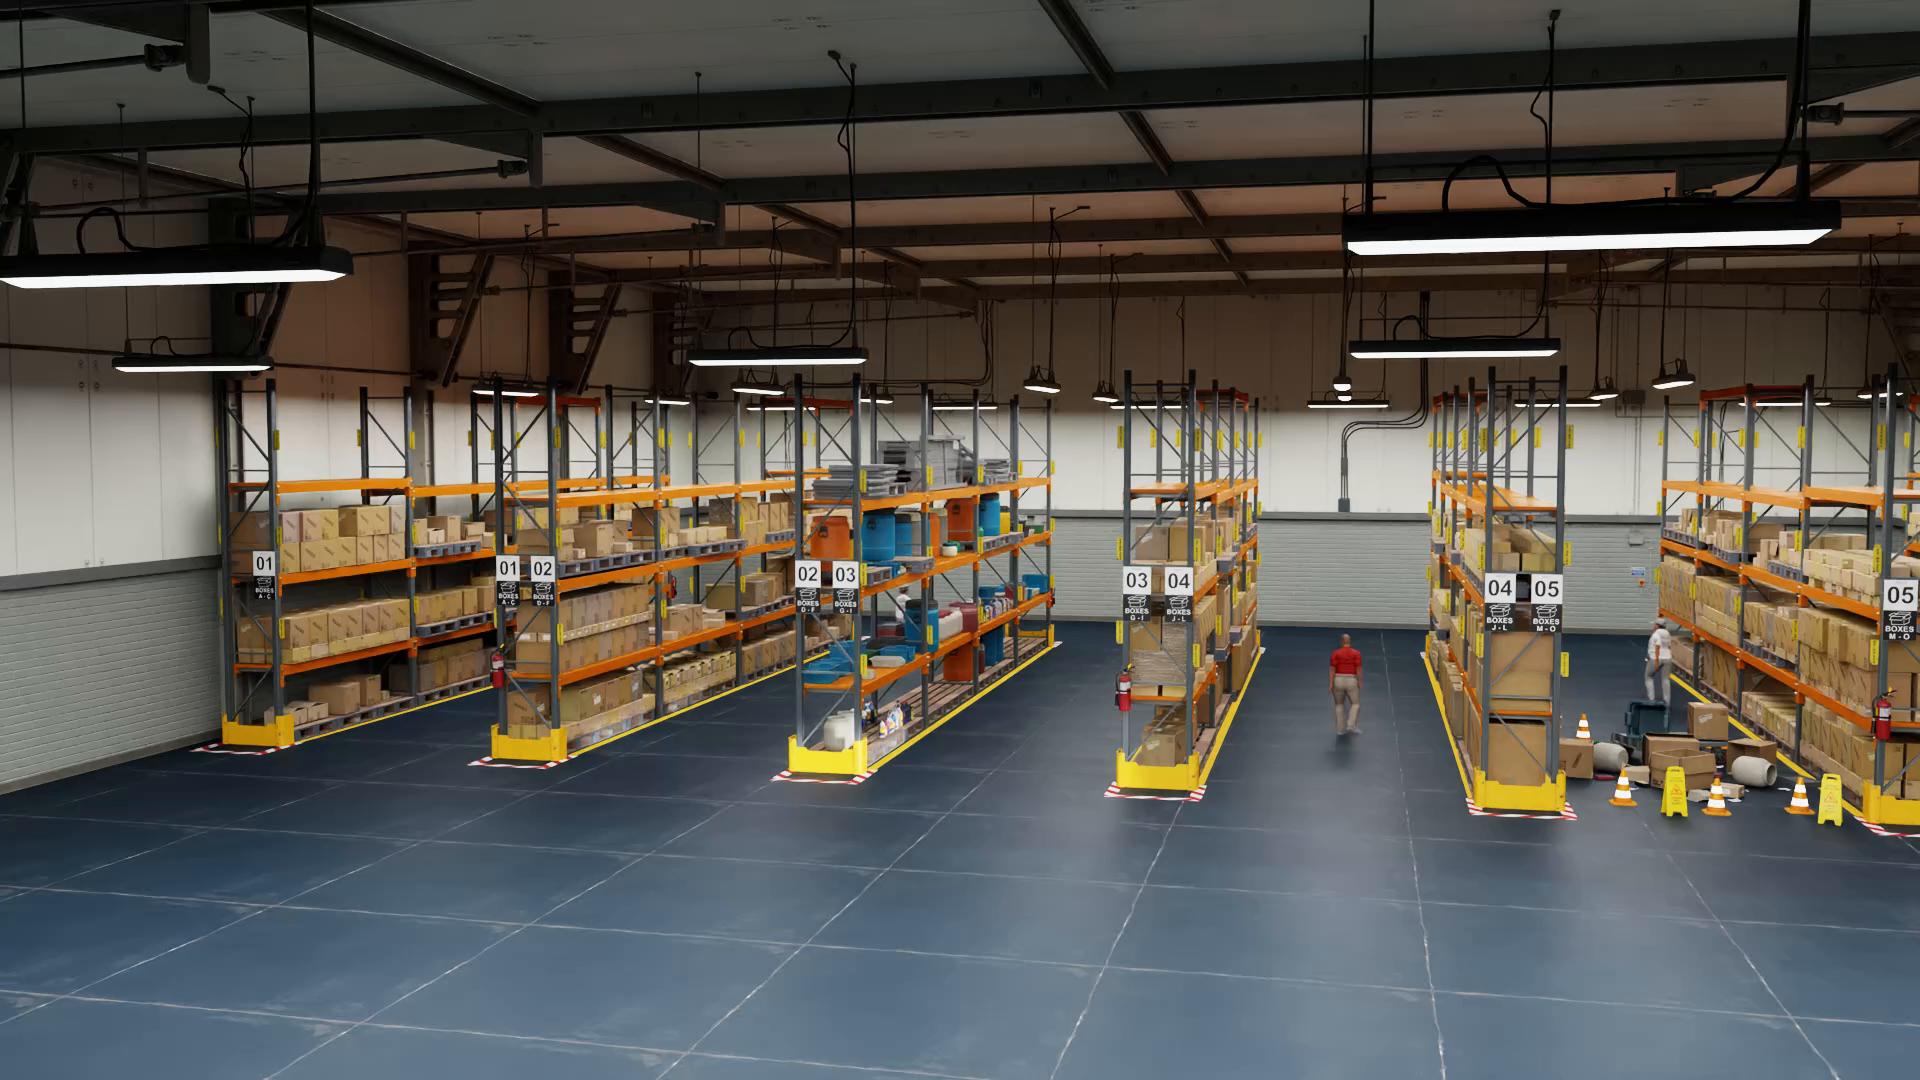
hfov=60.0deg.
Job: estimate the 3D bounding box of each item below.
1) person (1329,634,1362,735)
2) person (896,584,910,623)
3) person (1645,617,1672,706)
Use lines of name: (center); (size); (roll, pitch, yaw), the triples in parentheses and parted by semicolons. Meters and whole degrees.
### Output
person: (6.540, 2.454, 28.172); (0.567, 1.722, 0.552); (1, 4, 17)
person: (-1.326, 1.861, 38.455); (0.458, 1.676, 0.514); (-3, 4, -39)
person: (13.207, 2.321, 31.335); (0.503, 1.704, 0.576); (0, 3, -6)
